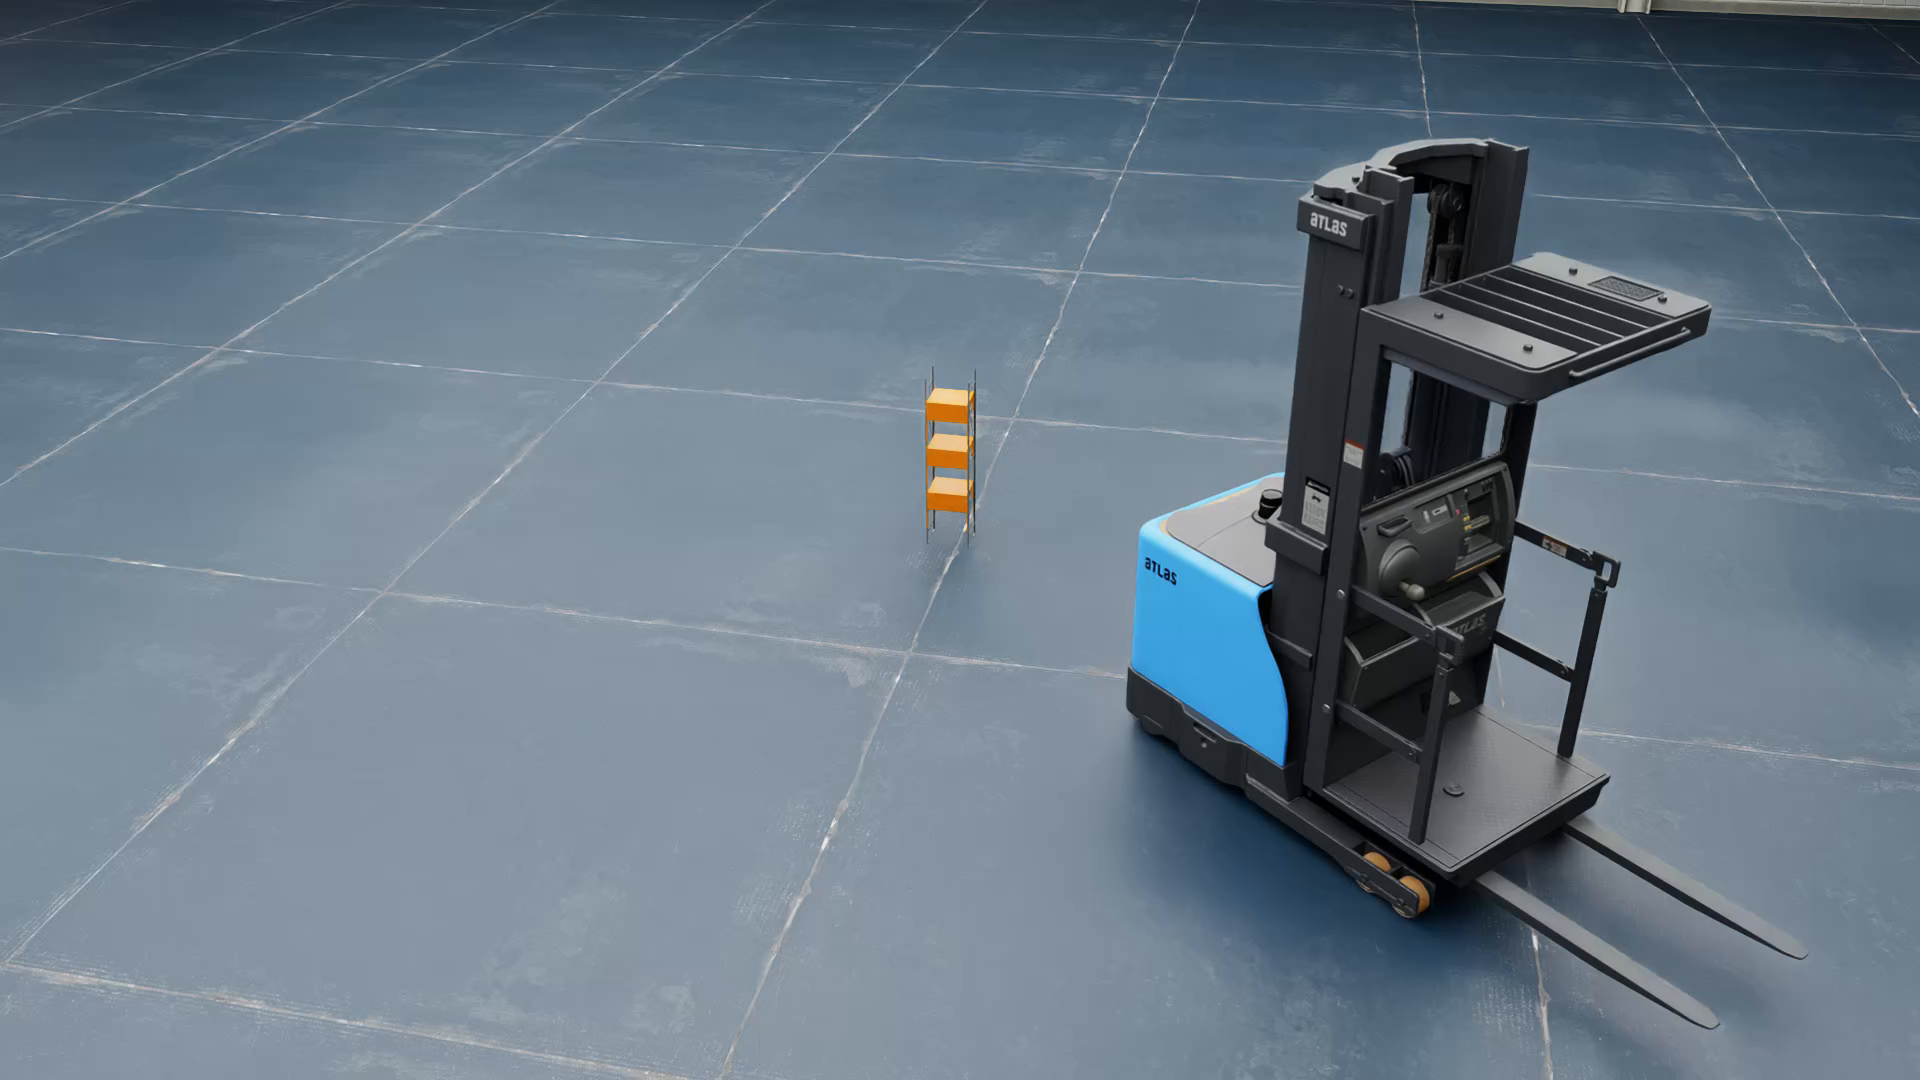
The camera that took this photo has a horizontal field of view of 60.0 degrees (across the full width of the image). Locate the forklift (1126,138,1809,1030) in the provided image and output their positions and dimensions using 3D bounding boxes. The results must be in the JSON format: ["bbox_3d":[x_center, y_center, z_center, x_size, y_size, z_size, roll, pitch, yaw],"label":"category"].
[{"bbox_3d":[2.093,0.010,6.680,1.130,2.935,3.031,-20,34,-32],"label":"forklift"}]

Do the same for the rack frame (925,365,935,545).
[{"bbox_3d":[-0.172,-0.478,9.530,0.008,1.050,0.200,6,29,11],"label":"rack frame"}]

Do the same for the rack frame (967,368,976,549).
[{"bbox_3d":[0.067,-0.454,9.485,0.008,1.050,0.200,6,29,11],"label":"rack frame"}]

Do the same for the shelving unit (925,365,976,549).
[{"bbox_3d":[-0.052,-0.466,9.508,0.252,1.050,0.215,6,29,11],"label":"shelving unit"}]

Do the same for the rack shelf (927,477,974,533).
[{"bbox_3d":[-0.052,-0.213,9.646,0.240,0.259,0.215,6,29,11],"label":"rack shelf"}]

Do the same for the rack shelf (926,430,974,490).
[{"bbox_3d":[-0.052,-0.457,9.513,0.240,0.259,0.215,6,29,11],"label":"rack shelf"}]

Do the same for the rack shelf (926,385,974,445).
[{"bbox_3d":[-0.052,-0.705,9.377,0.240,0.259,0.215,6,29,11],"label":"rack shelf"}]

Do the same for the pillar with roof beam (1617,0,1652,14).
[{"bbox_3d":[8.529,-9.336,17.433,0.400,9.000,9.100,6,29,11],"label":"pillar with roof beam"}]
